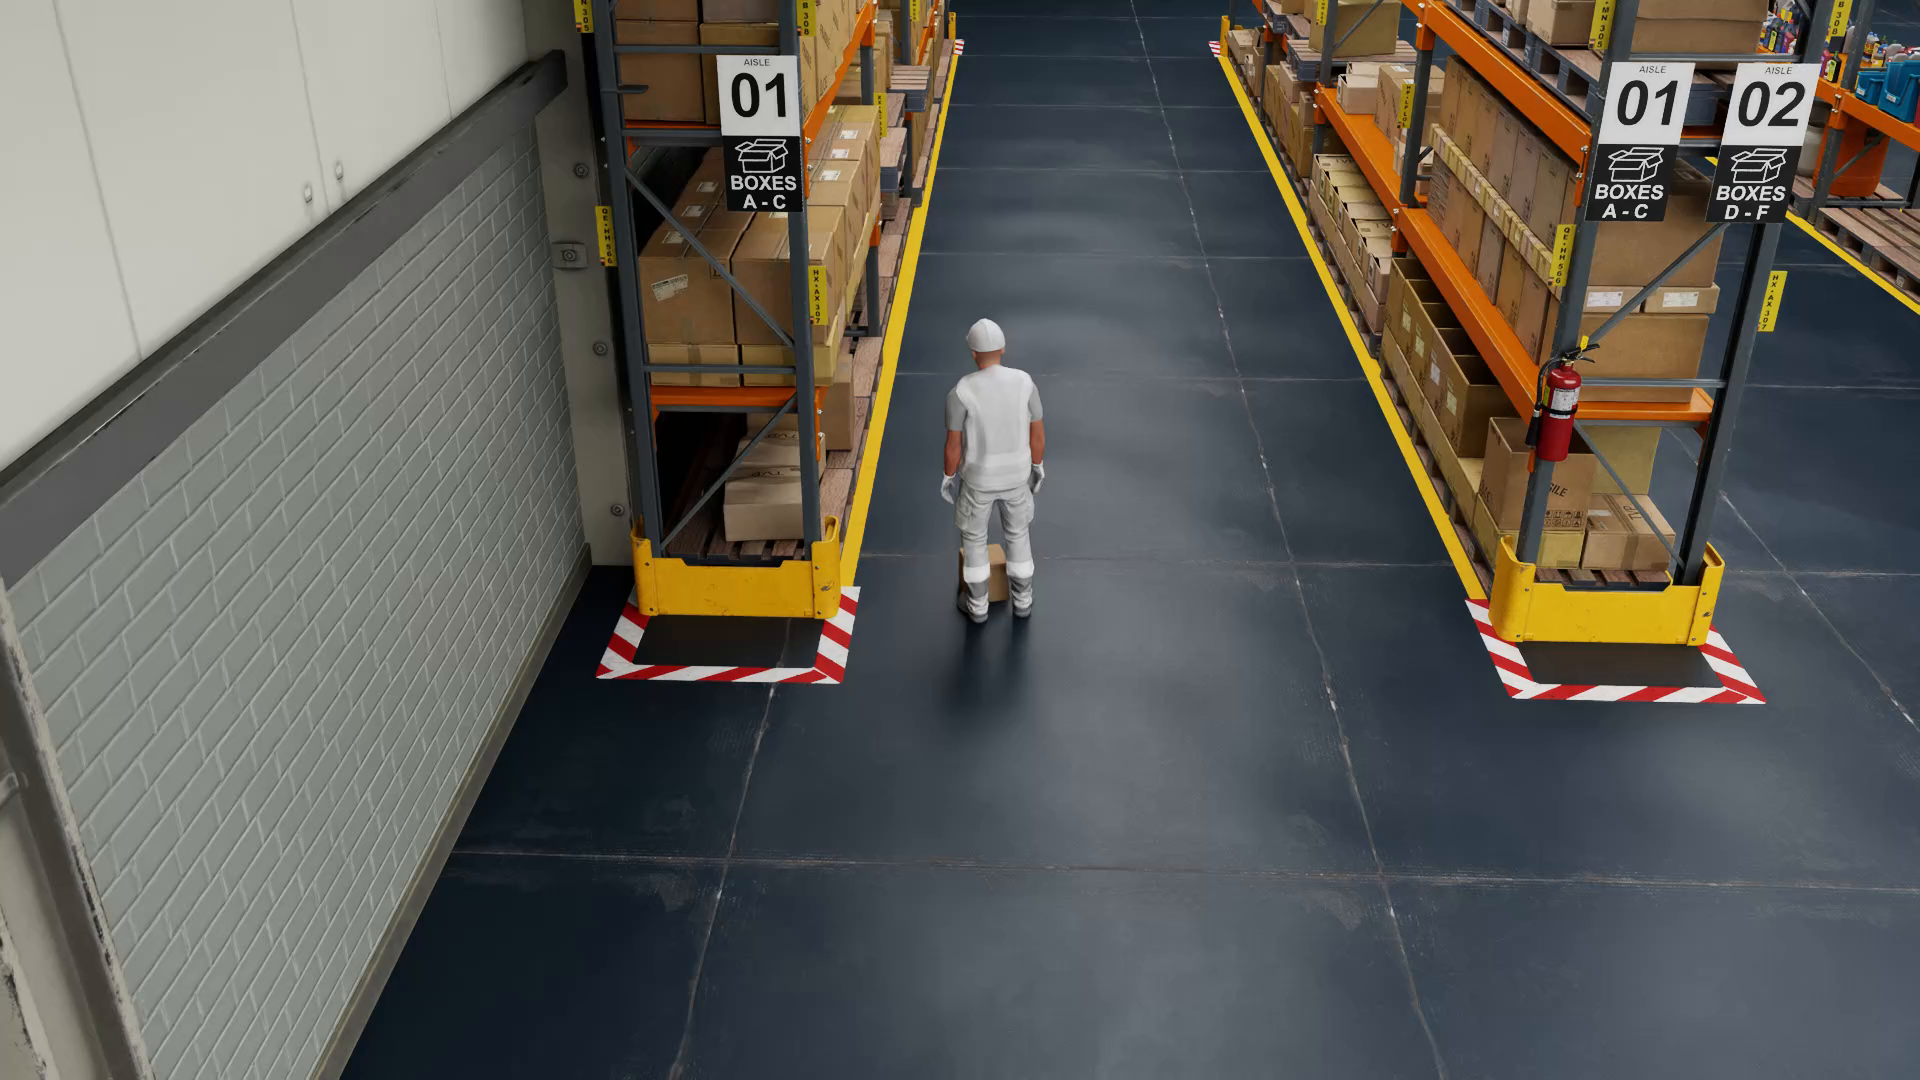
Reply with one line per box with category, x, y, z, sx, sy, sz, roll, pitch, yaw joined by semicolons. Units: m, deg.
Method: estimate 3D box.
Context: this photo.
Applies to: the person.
person;0.183;-0.370;9.311;0.608;1.777;0.453;-7;28;-12
